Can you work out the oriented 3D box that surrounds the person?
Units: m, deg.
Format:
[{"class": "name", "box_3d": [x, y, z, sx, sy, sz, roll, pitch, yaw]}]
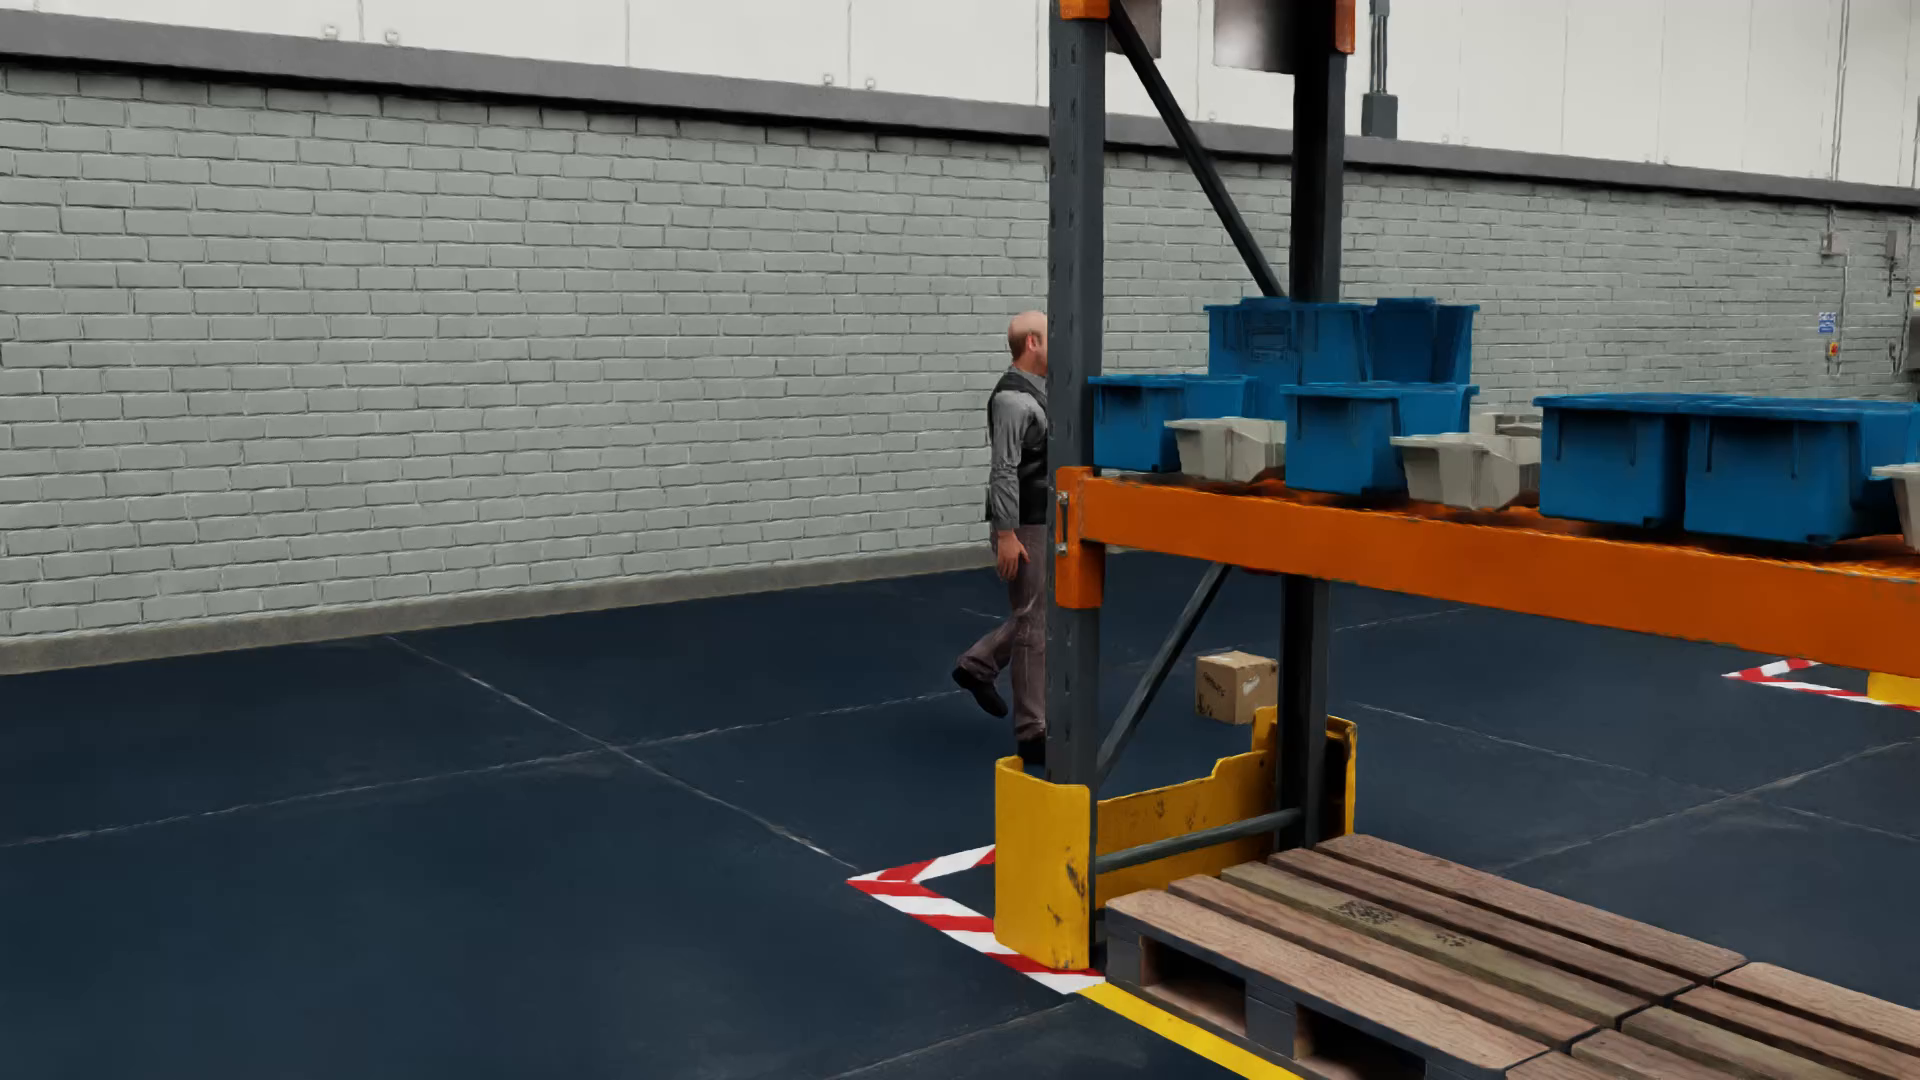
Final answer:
[{"class": "person", "box_3d": [0.235, -0.039, 6.566, 0.596, 1.715, 0.644, 1, 8, 9]}]
